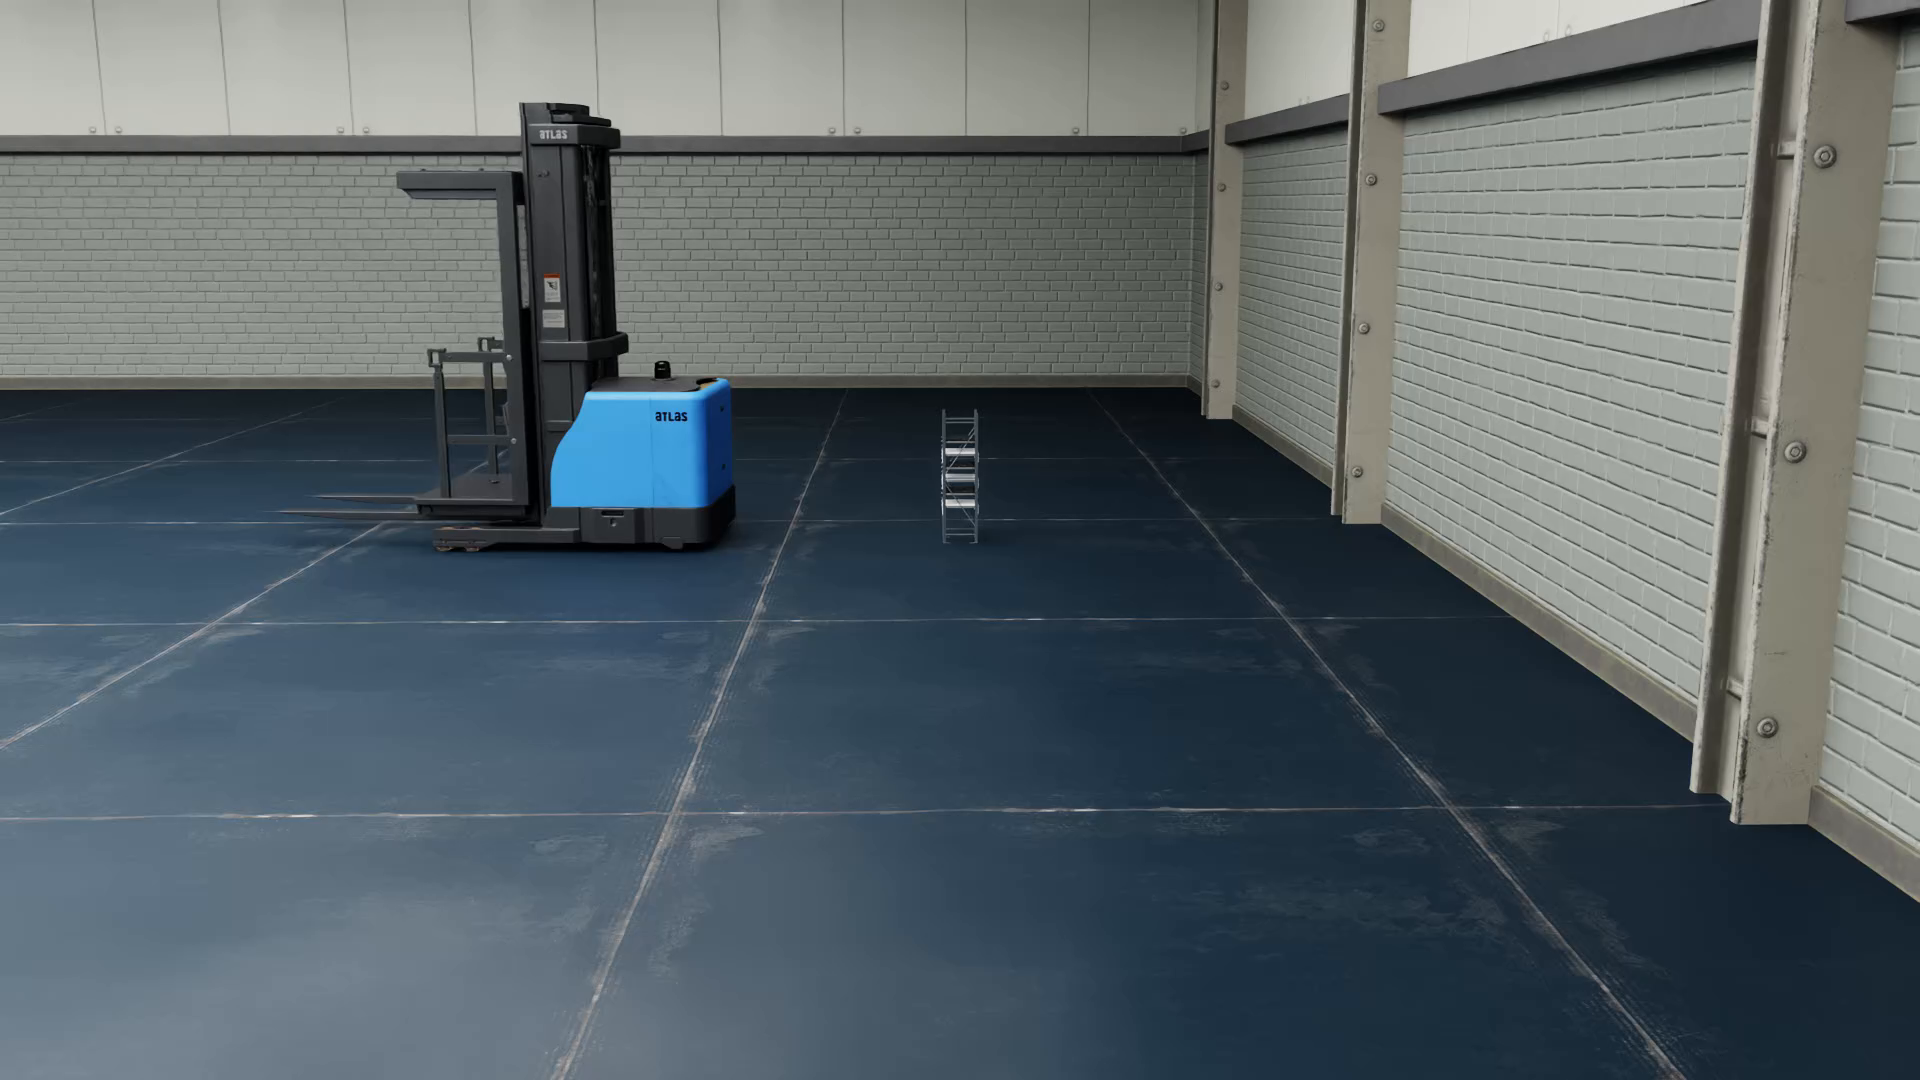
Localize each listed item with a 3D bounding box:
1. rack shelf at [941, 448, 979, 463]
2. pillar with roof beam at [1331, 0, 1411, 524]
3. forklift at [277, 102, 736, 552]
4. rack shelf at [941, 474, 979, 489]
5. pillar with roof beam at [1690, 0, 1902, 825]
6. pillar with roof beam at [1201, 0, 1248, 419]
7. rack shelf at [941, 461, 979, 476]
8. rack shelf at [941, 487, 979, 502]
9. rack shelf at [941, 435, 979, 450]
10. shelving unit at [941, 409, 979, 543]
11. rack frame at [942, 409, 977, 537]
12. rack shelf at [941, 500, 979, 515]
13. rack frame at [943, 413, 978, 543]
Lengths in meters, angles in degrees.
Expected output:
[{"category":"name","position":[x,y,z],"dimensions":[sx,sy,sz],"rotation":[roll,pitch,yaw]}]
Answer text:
[{"category":"rack shelf","position":[0.000,-0.583,11.433],"dimensions":[0.258,0.077,0.200],"rotation":[0,11,-1]},{"category":"pillar with roof beam","position":[-1.351,-4.552,11.366],"dimensions":[9.100,9.000,0.400],"rotation":[0,11,-1]},{"category":"forklift","position":[-3.153,-1.462,11.391],"dimensions":[3.031,2.935,1.130],"rotation":[1,11,3]},{"category":"rack shelf","position":[0.000,-0.407,11.468],"dimensions":[0.258,0.077,0.200],"rotation":[0,11,-1]},{"category":"pillar with roof beam","position":[-1.227,-3.360,5.487],"dimensions":[9.100,9.000,0.400],"rotation":[0,11,-1]},{"category":"pillar with roof beam","position":[-1.475,-5.745,17.244],"dimensions":[9.100,9.000,0.400],"rotation":[0,11,-1]},{"category":"rack shelf","position":[0.000,-0.495,11.450],"dimensions":[0.258,0.077,0.200],"rotation":[0,11,-1]},{"category":"rack shelf","position":[0.000,-0.319,11.486],"dimensions":[0.258,0.077,0.200],"rotation":[0,11,-1]},{"category":"rack shelf","position":[0.000,-0.671,11.415],"dimensions":[0.258,0.077,0.200],"rotation":[0,11,-1]},{"category":"shelving unit","position":[0.000,-0.439,11.462],"dimensions":[0.258,0.900,0.210],"rotation":[0,11,-1]},{"category":"rack frame","position":[-0.002,-0.460,11.561],"dimensions":[0.240,0.900,0.006],"rotation":[0,11,-1]},{"category":"rack shelf","position":[0.000,-0.230,11.504],"dimensions":[0.258,0.077,0.200],"rotation":[0,11,-1]},{"category":"rack frame","position":[0.002,-0.419,11.362],"dimensions":[0.240,0.900,0.006],"rotation":[0,11,-1]}]
